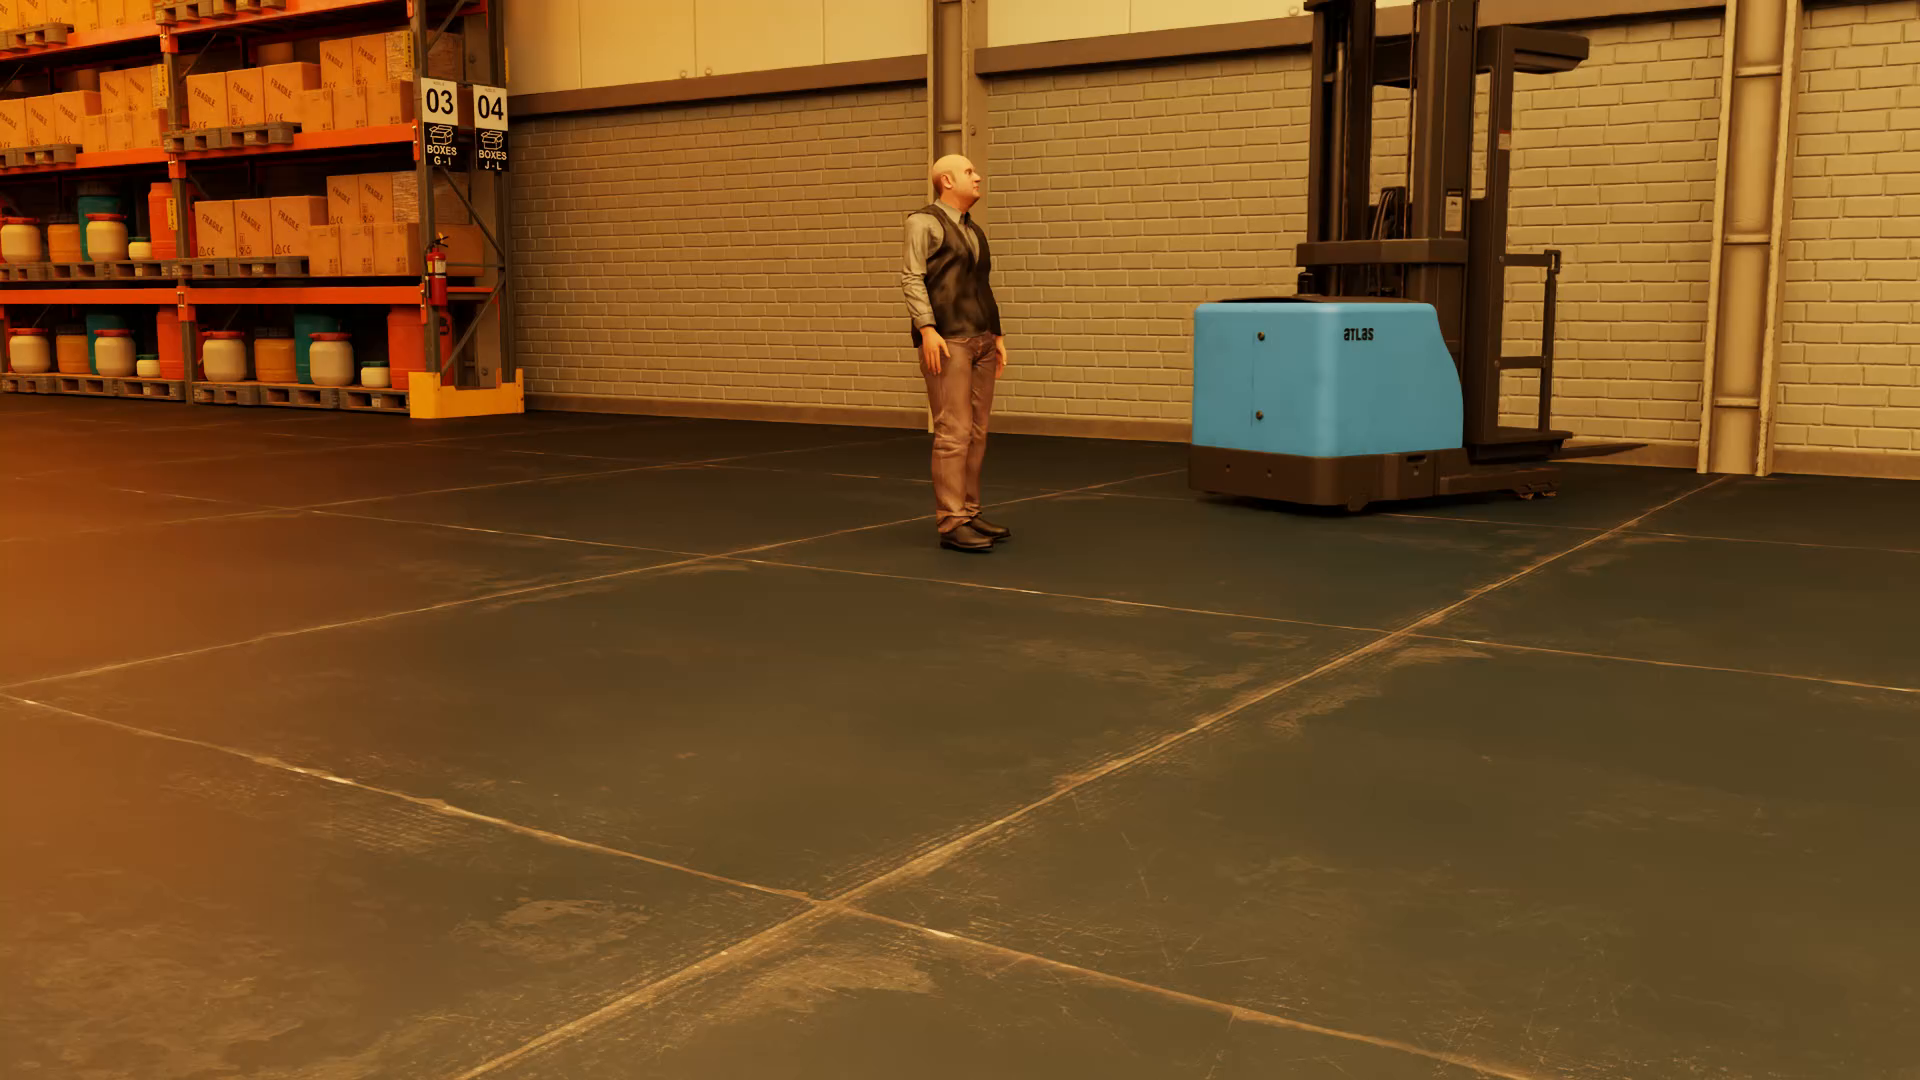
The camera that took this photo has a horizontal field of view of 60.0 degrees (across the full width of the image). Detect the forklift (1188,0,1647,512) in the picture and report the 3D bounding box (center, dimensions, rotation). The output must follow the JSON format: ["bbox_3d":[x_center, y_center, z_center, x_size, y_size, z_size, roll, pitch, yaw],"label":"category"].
[{"bbox_3d":[2.746,-1.727,9.340,3.031,2.935,1.130,-6,10,-35],"label":"forklift"}]

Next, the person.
[{"bbox_3d":[0.047,-0.853,7.440,0.568,1.720,0.632,5,10,34],"label":"person"}]
